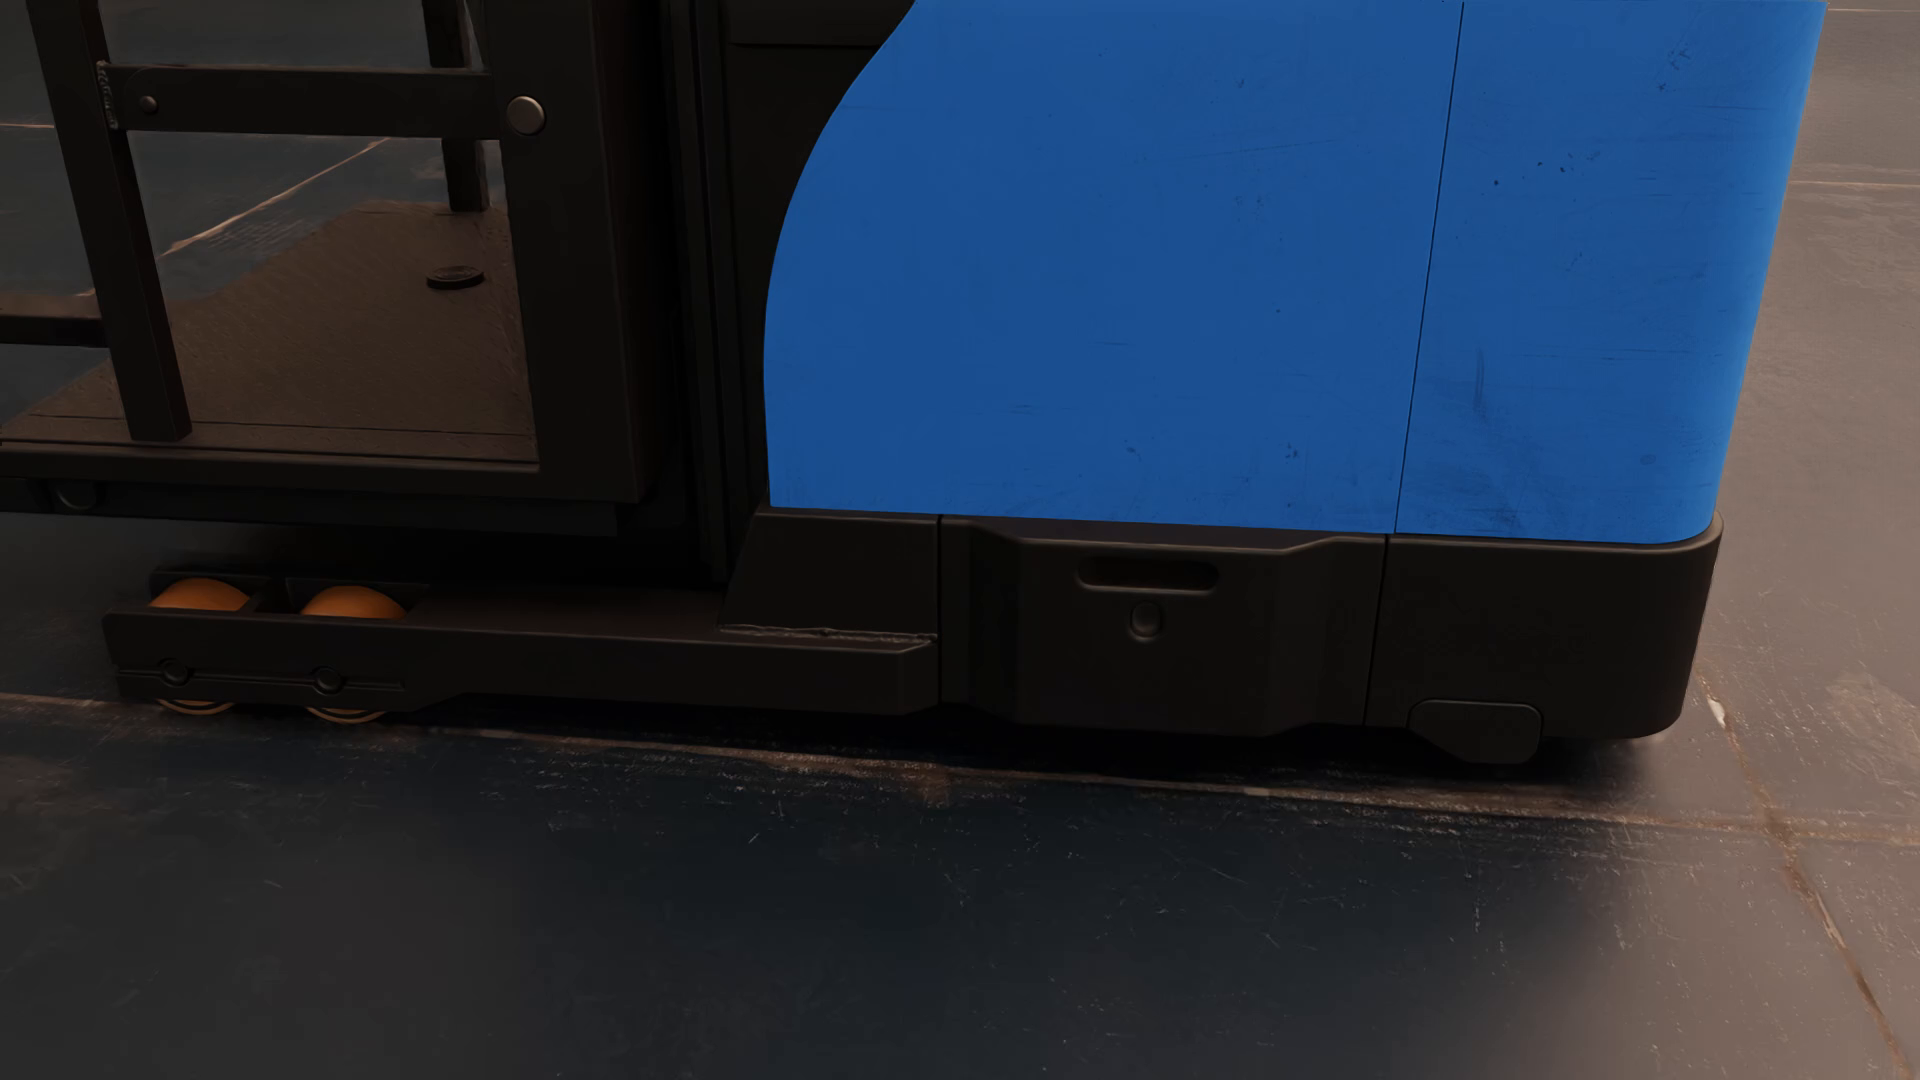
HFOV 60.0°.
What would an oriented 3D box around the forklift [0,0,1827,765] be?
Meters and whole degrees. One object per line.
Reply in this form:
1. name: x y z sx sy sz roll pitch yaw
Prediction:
1. forklift: -0.614 -1.317 1.857 3.031 2.935 1.130 3 27 5
